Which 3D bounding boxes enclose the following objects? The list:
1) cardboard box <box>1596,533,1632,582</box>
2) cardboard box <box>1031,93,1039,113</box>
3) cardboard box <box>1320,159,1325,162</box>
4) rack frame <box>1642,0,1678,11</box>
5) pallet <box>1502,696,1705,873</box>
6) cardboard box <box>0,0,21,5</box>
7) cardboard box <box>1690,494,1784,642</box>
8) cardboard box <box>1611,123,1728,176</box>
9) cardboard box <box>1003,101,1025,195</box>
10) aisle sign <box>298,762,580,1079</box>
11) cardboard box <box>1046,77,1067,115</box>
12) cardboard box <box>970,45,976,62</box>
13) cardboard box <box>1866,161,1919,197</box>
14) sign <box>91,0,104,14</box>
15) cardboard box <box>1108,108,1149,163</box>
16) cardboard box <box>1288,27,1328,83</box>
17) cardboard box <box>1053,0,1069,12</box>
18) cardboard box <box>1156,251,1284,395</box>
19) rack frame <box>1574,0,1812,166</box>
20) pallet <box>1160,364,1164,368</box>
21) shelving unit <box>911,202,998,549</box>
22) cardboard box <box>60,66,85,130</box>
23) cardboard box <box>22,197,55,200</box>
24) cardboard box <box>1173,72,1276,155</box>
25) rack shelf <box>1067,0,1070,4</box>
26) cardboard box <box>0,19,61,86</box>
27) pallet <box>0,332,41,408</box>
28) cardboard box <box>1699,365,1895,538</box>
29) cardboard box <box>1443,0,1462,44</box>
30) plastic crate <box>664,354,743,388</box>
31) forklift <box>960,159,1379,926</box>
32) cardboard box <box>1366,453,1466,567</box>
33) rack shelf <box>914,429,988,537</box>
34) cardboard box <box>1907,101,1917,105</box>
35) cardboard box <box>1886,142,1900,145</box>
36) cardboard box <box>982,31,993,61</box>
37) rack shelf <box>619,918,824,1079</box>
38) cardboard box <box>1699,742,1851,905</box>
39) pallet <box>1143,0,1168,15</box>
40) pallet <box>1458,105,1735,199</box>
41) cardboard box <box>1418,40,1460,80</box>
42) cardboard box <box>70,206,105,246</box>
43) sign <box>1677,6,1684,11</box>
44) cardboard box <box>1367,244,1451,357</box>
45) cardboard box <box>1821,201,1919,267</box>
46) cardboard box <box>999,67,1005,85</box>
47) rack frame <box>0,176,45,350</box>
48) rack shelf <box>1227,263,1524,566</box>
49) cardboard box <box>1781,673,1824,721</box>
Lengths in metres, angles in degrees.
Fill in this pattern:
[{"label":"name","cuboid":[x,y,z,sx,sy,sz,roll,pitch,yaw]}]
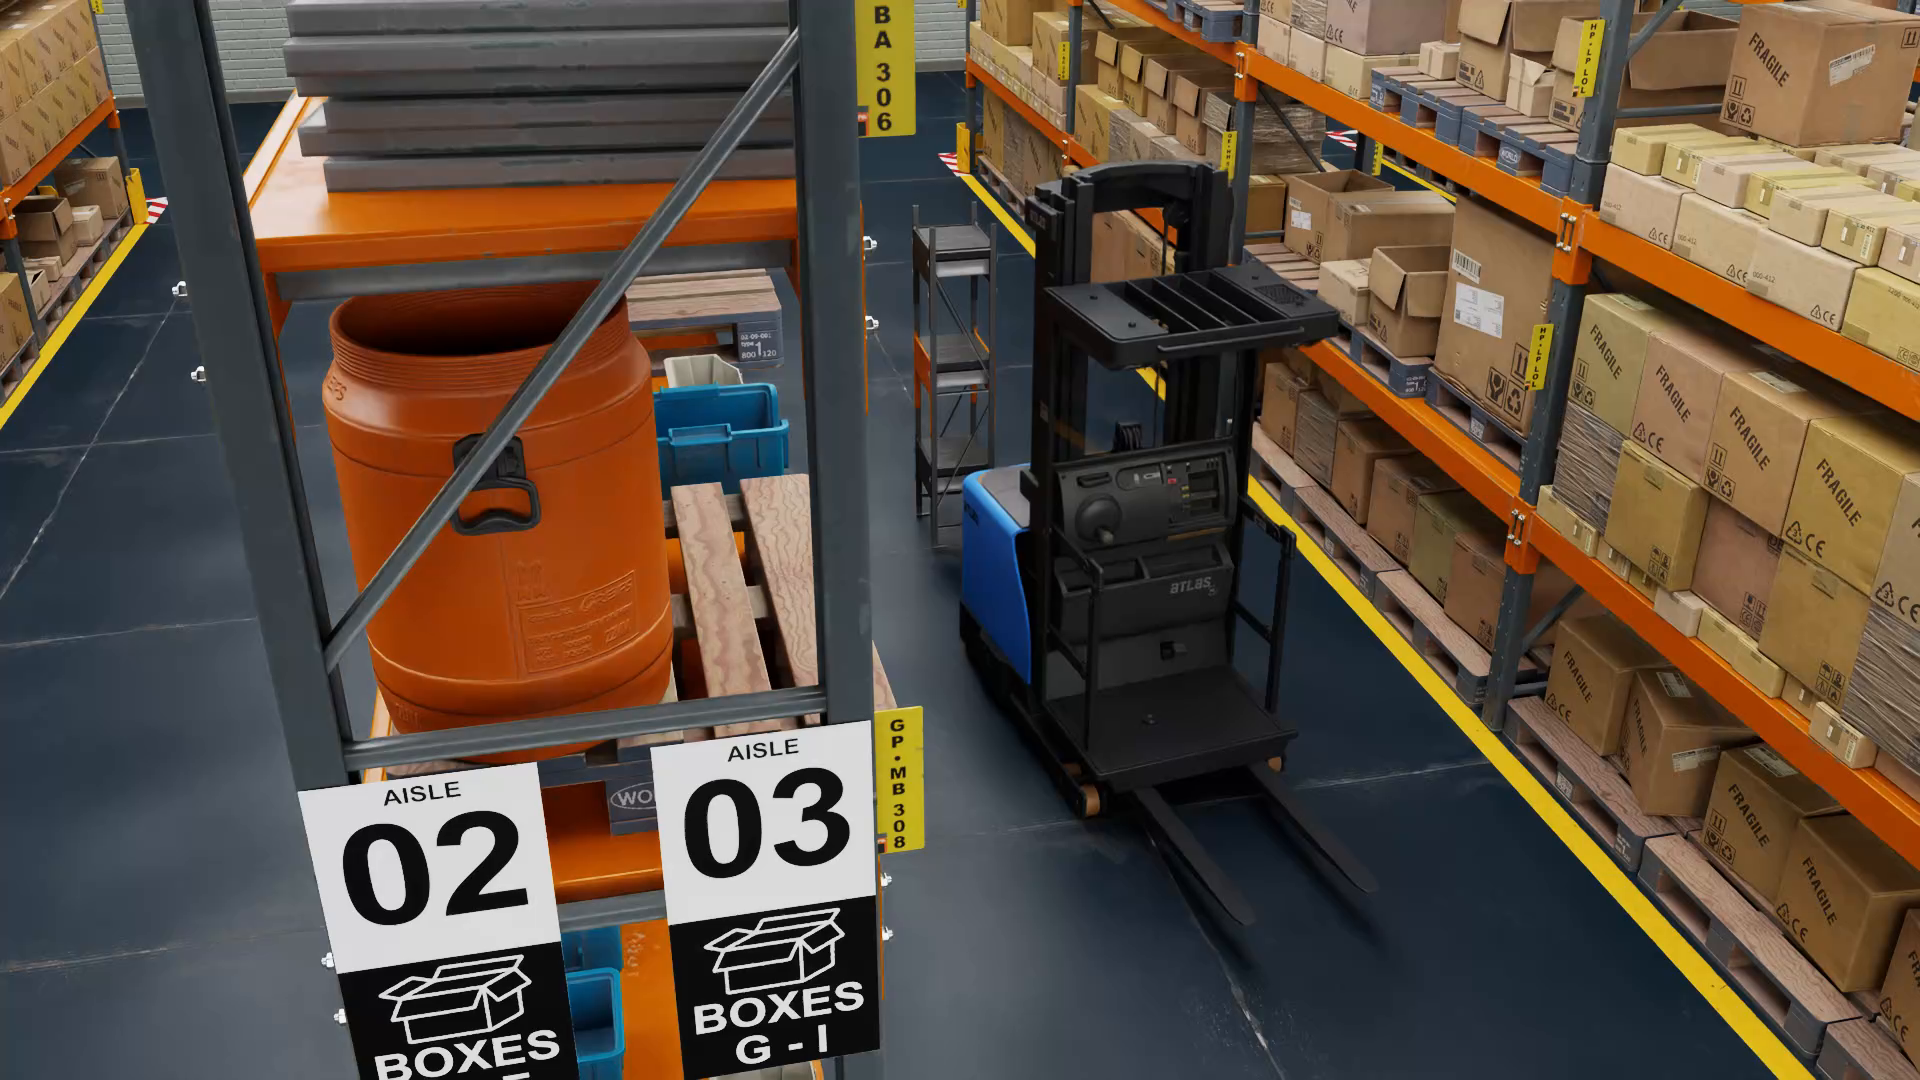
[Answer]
[{"label":"cardboard box","cuboid":[3.151,0.054,7.593,0.380,0.149,0.250,-6,27,-12]},{"label":"cardboard box","cuboid":[0.904,-4.240,16.100,0.380,0.149,0.250,-5,27,-11]},{"label":"cardboard box","cuboid":[2.404,-2.669,12.598,0.500,0.500,0.500,-7,28,-13]},{"label":"rack frame","cuboid":[6.321,-4.372,16.084,1.000,3.000,0.127,-6,27,-12]},{"label":"pallet","cuboid":[3.454,1.135,8.267,1.003,0.211,1.213,-6,27,-12]},{"label":"cardboard box","cuboid":[-9.245,-4.934,15.976,0.500,0.500,0.500,-5,27,-10]},{"label":"cardboard box","cuboid":[3.599,0.058,6.866,0.875,0.500,0.500,-6,27,-12]},{"label":"cardboard box","cuboid":[3.041,-1.677,7.139,0.380,0.149,0.250,-7,28,-13]},{"label":"cardboard box","cuboid":[0.991,-4.236,17.705,0.875,0.875,0.875,-6,27,-12]},{"label":"aisle sign","cuboid":[-0.929,0.759,3.032,0.394,0.787,0.004,-6,27,-12]},{"label":"cardboard box","cuboid":[1.110,-4.146,15.472,0.500,0.250,0.500,-6,27,-13]},{"label":"cardboard box","cuboid":[0.323,-5.368,18.334,0.380,0.149,0.250,-6,27,-11]},{"label":"cardboard box","cuboid":[3.822,-1.391,6.573,0.380,0.149,0.250,-7,28,-13]},{"label":"sign","cuboid":[-8.543,-5.370,16.425,0.100,0.325,0.005,-6,27,-12]},{"label":"cardboard box","cuboid":[1.552,-3.290,13.828,0.500,0.500,0.500,-7,28,-13]},{"label":"cardboard box","cuboid":[2.340,-2.972,10.146,0.500,0.250,0.500,-5,27,-10]},{"label":"cardboard box","cuboid":[0.930,-5.882,18.080,0.500,0.500,0.500,-6,27,-11]},{"label":"cardboard box","cuboid":[2.232,-1.701,12.683,1.225,0.875,0.875,-7,28,-14]},{"label":"rack frame","cuboid":[3.268,-3.079,6.864,1.000,3.000,0.127,-6,27,-12]},{"label":"pallet","cuboid":[1.991,-1.800,14.083,1.003,0.211,1.213,-6,27,-12]},{"label":"shelving unit","cuboid":[-0.037,-1.010,10.421,0.431,2.100,0.503,-6,27,-12]},{"label":"cardboard box","cuboid":[-8.495,-4.093,15.420,0.500,0.500,0.500,-6,27,-11]},{"label":"cardboard box","cuboid":[-9.129,-3.147,16.219,0.500,0.250,0.500,-6,27,-12]},{"label":"cardboard box","cuboid":[2.074,-3.258,12.653,0.797,0.503,0.637,-5,27,-10]},{"label":"rack shelf","cuboid":[1.015,-5.809,16.399,1.077,0.370,4.000,-6,27,-12]},{"label":"cardboard box","cuboid":[-8.368,-4.314,14.747,0.500,0.500,0.500,-5,27,-10]},{"label":"pallet","cuboid":[-7.967,-1.311,13.112,1.003,0.211,1.213,-6,27,-12]},{"label":"cardboard box","cuboid":[3.348,-0.363,6.589,0.500,0.500,0.500,-6,27,-12]},{"label":"cardboard box","cuboid":[2.941,-3.137,9.641,0.500,0.500,0.500,-5,27,-11]},{"label":"plastic crate","cuboid":[-0.802,-0.456,5.288,0.243,0.136,0.396,-6,27,-12]},{"label":"forklift","cuboid":[0.987,-0.173,7.840,1.130,2.935,3.031,-9,28,-18]},{"label":"cardboard box","cuboid":[2.935,-0.210,10.123,0.700,0.500,0.500,-8,28,-16]},{"label":"rack shelf","cuboid":[-0.037,-0.373,10.742,0.431,0.518,0.480,-6,27,-12]},{"label":"cardboard box","cuboid":[10.680,-5.039,19.781,0.875,0.438,0.875,-5,27,-10]},{"label":"cardboard box","cuboid":[7.309,-3.057,12.960,0.380,0.149,0.250,-5,27,-9]},{"label":"cardboard box","cuboid":[0.533,-5.269,17.697,0.500,0.250,0.500,-6,27,-12]},{"label":"rack shelf","cuboid":[-1.106,1.301,5.642,1.077,0.370,4.000,-6,27,-12]},{"label":"cardboard box","cuboid":[3.672,1.222,7.307,0.500,0.500,0.500,-8,28,-16]},{"label":"pallet","cuboid":[1.915,-4.180,12.583,1.003,0.211,1.213,-5,27,-9]},{"label":"pallet","cuboid":[3.233,-1.938,8.140,1.213,0.211,1.003,-6,27,-12]},{"label":"cardboard box","cuboid":[2.748,-2.636,9.108,0.380,0.166,0.250,-7,28,-13]},{"label":"cardboard box","cuboid":[-8.541,-3.000,15.928,0.500,0.250,0.500,-6,27,-12]},{"label":"sign","cuboid":[6.861,-4.947,15.938,0.100,0.325,0.005,-6,27,-12]},{"label":"cardboard box","cuboid":[2.788,-1.386,9.587,0.797,0.503,0.637,-3,27,-6]},{"label":"cardboard box","cuboid":[3.372,-1.108,6.012,0.380,0.149,0.250,-6,27,-13]},{"label":"cardboard box","cuboid":[0.615,-4.803,17.216,0.380,0.149,0.250,-6,27,-12]},{"label":"rack frame","cuboid":[-8.187,-2.909,13.184,1.000,3.000,0.127,-6,27,-12]},{"label":"rack shelf","cuboid":[2.818,-0.958,10.117,1.077,0.370,4.000,-6,27,-12]},{"label":"cardboard box","cuboid":[3.475,0.598,6.514,0.380,0.149,0.250,-6,27,-12]}]
